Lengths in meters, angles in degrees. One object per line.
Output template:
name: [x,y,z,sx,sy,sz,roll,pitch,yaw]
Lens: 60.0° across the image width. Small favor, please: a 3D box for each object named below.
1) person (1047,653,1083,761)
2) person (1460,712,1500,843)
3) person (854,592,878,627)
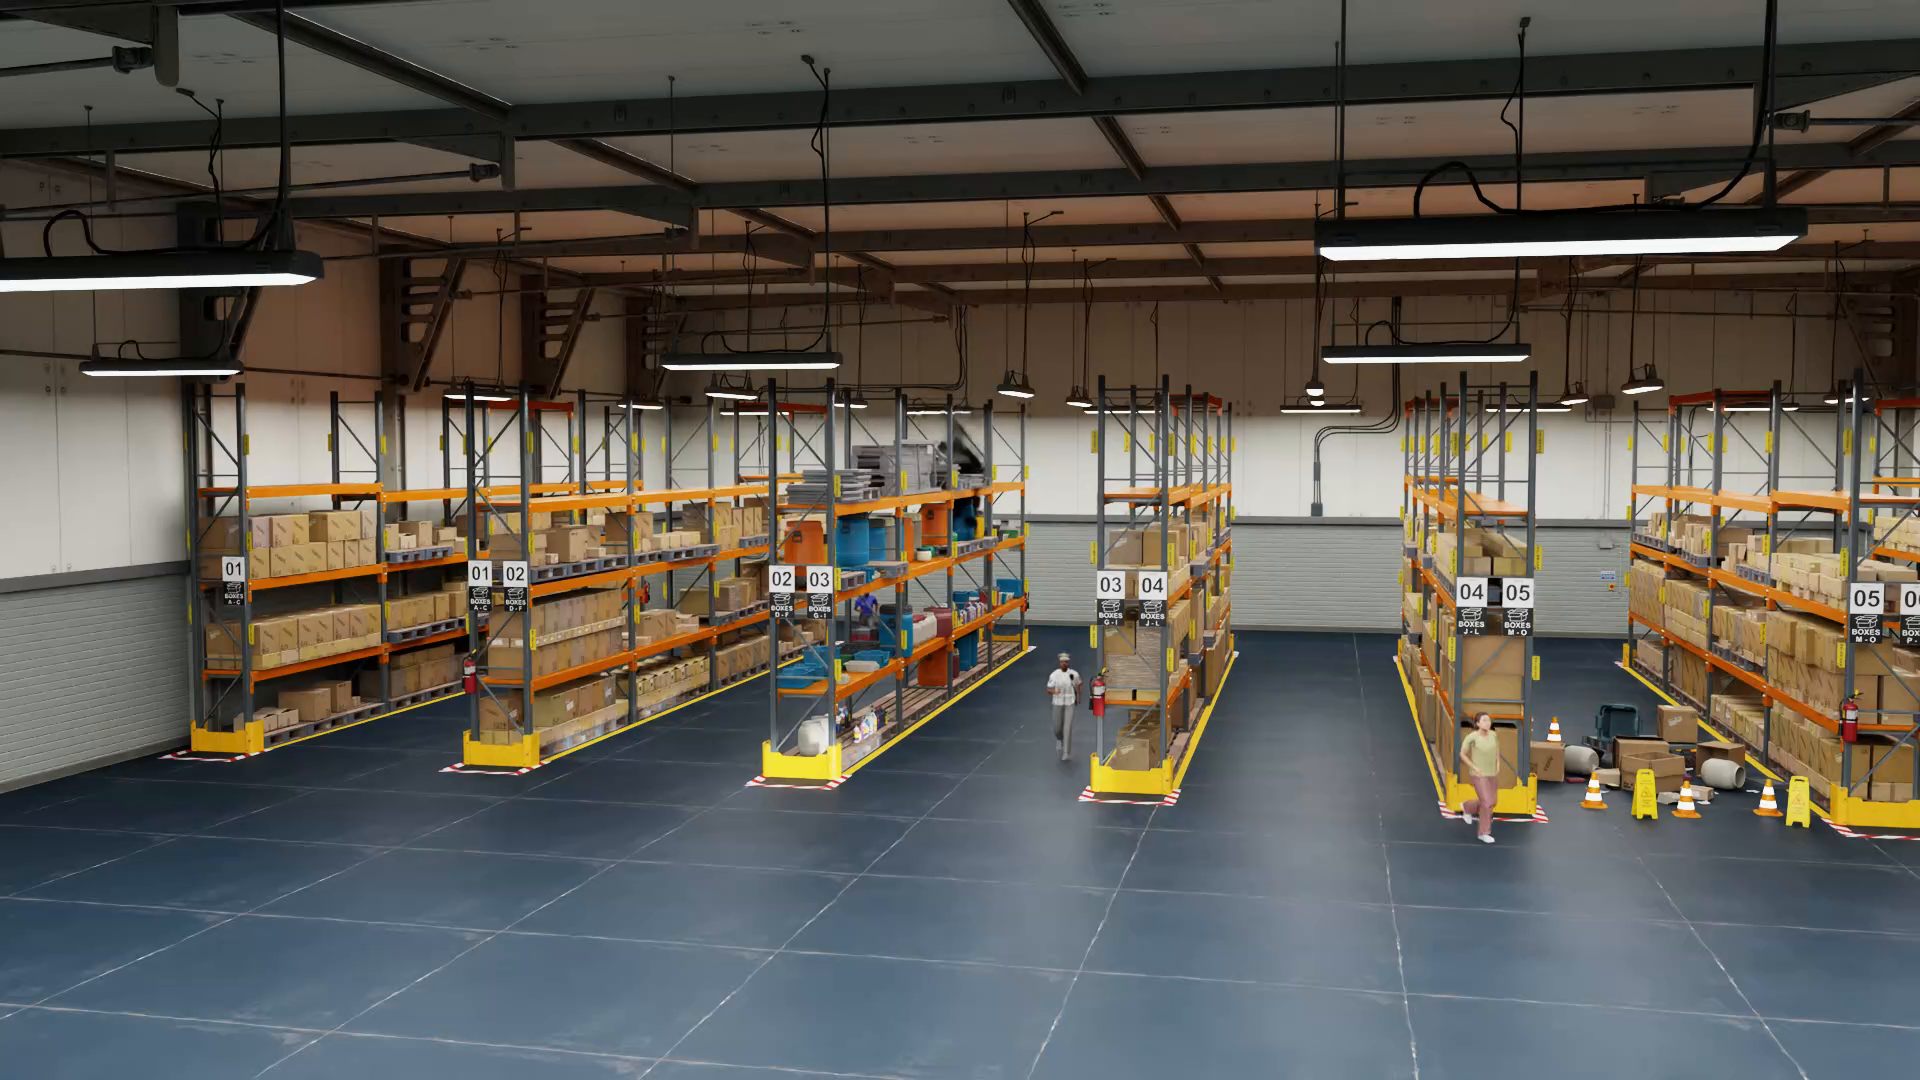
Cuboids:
person: [1.676,2.631,26.595,0.585,1.673,0.891,0,3,6]
person: [6.583,2.974,21.120,0.583,1.645,0.675,-1,3,-19]
person: [-2.227,1.919,39.355,0.574,1.668,0.896,0,3,-1]
